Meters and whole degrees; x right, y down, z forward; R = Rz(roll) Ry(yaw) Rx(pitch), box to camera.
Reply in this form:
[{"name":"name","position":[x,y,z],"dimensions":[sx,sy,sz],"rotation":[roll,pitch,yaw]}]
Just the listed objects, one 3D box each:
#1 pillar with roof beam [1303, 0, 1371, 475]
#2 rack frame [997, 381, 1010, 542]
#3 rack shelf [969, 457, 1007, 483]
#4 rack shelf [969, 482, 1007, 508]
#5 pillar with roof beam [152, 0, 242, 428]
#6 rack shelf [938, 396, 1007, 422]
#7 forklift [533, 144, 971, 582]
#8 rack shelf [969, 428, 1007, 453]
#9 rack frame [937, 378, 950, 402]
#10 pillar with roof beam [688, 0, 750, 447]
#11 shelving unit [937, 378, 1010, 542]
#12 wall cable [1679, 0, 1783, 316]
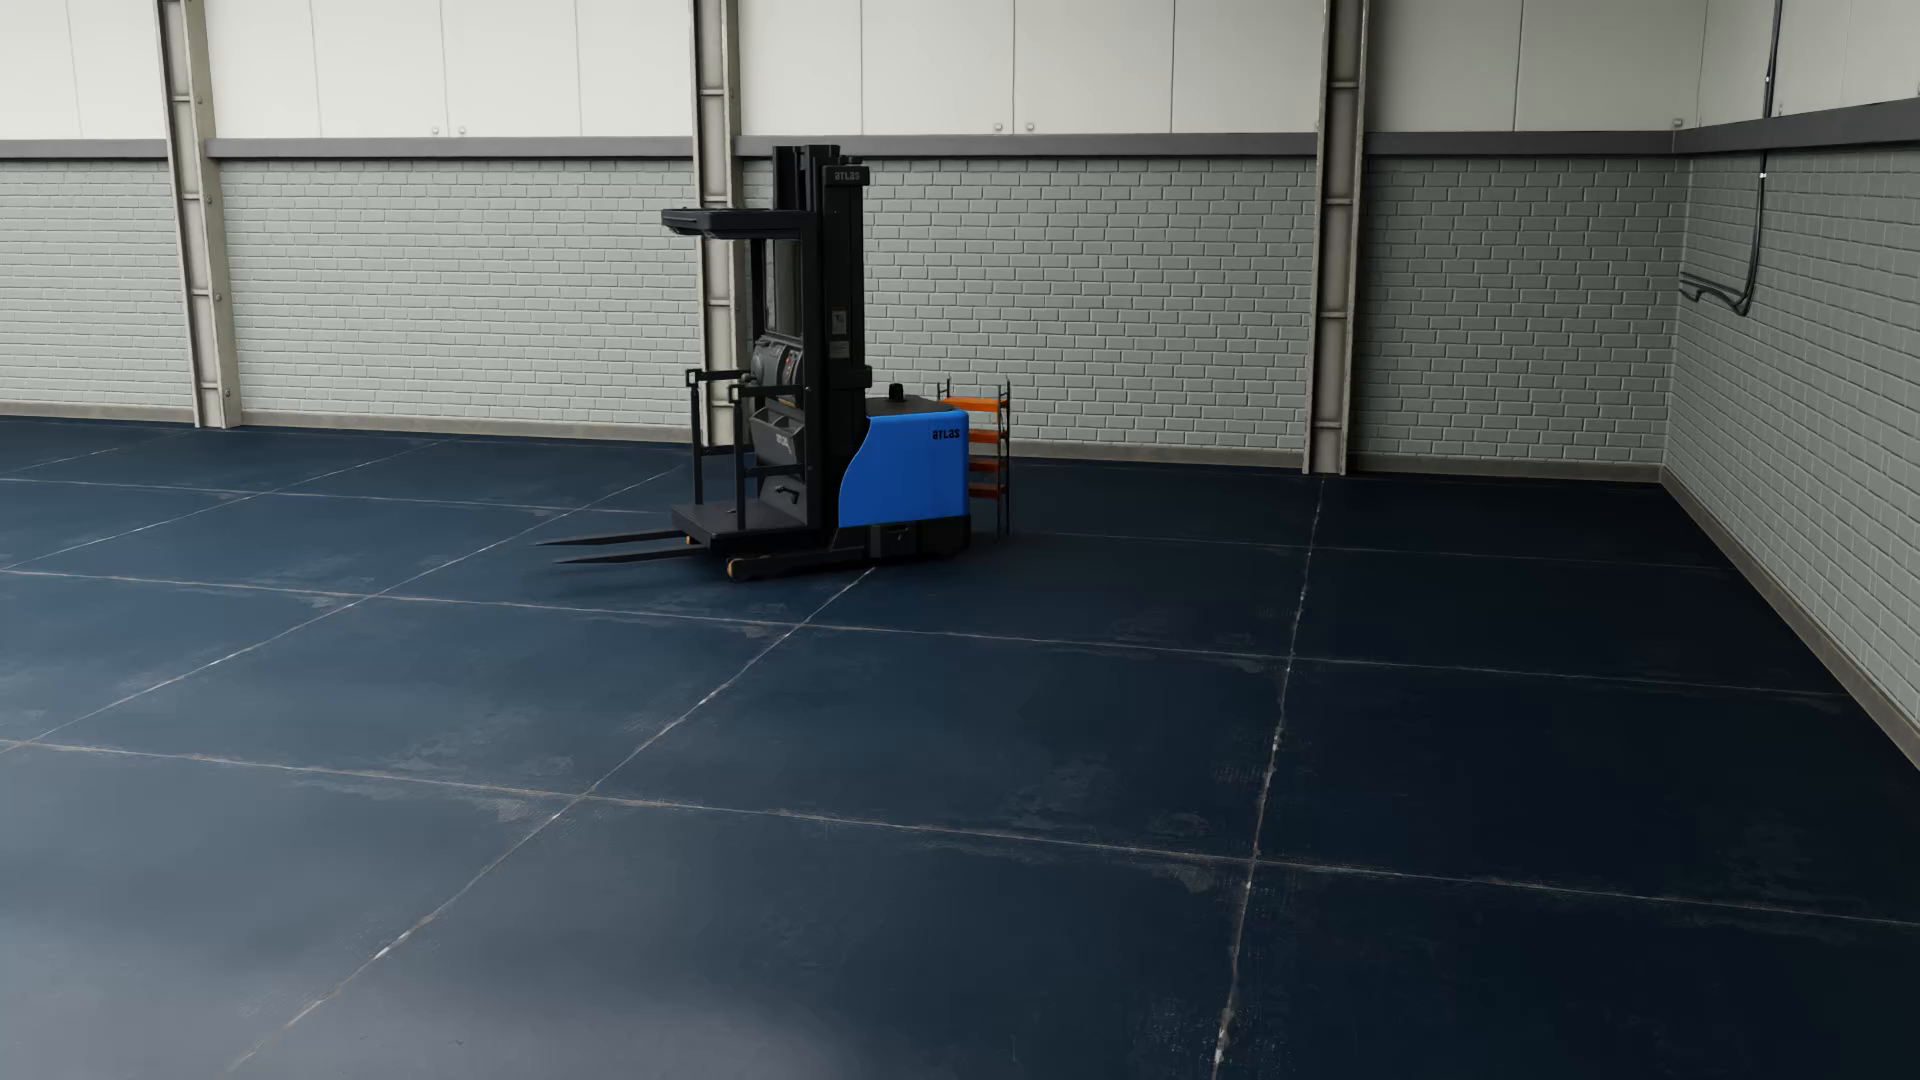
[{"name":"pillar with roof beam","position":[2.402,-4.134,10.591],"dimensions":[0.400,9.000,9.100],"rotation":[3,13,14]},{"name":"rack frame","position":[0.332,-0.596,12.652],"dimensions":[0.015,1.200,0.240],"rotation":[5,13,20]},{"name":"rack shelf","position":[0.103,-0.549,12.748],"dimensions":[0.480,0.148,0.258],"rotation":[5,13,20]},{"name":"rack shelf","position":[0.103,-0.355,12.791],"dimensions":[0.480,0.148,0.258],"rotation":[5,13,20]},{"name":"pillar with roof beam","position":[-9.249,-4.757,13.398],"dimensions":[0.400,9.000,9.100],"rotation":[3,13,14]},{"name":"rack shelf","position":[0.103,-0.998,12.649],"dimensions":[0.480,0.148,0.258],"rotation":[5,13,20]},{"name":"forklift","position":[-1.476,-1.273,11.703],"dimensions":[3.031,2.935,1.130],"rotation":[-6,14,-25]},{"name":"rack shelf","position":[0.103,-0.767,12.700],"dimensions":[0.480,0.148,0.258],"rotation":[5,13,20]},{"name":"rack frame","position":[-0.126,-0.633,12.816],"dimensions":[0.015,1.200,0.240],"rotation":[5,13,20]},{"name":"pillar with roof beam","position":[-3.424,-4.445,11.994],"dimensions":[0.400,9.000,9.100],"rotation":[3,13,14]},{"name":"shelving unit","position":[0.103,-0.615,12.734],"dimensions":[0.503,1.200,0.258],"rotation":[5,13,20]},{"name":"wall cable","position":[5.976,-3.092,13.065],"dimensions":[0.112,2.526,3.097],"rotation":[3,13,14]}]
